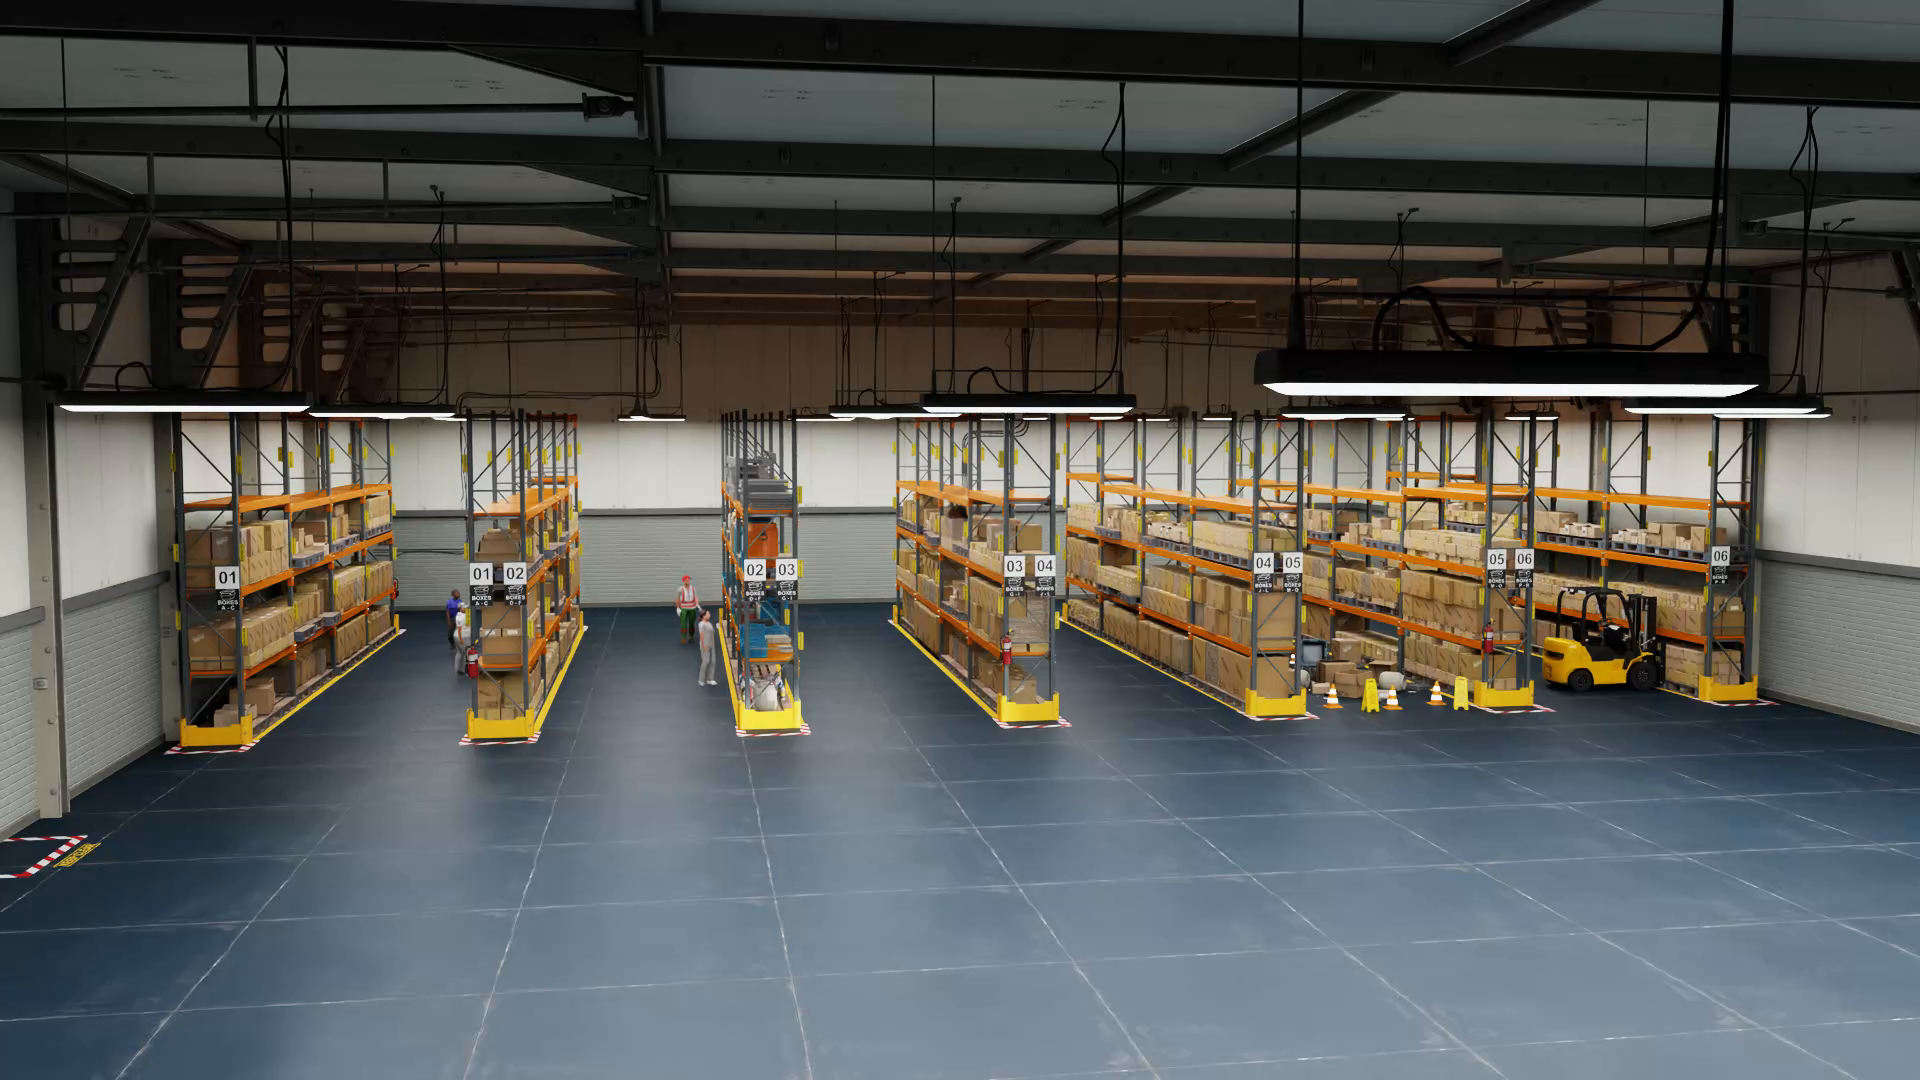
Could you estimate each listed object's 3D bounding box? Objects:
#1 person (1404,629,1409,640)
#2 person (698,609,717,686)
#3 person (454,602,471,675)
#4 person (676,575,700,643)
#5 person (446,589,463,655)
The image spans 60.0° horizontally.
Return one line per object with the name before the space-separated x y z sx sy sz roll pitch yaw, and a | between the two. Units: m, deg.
person | 11.477 1.862 42.870 0.435 1.776 0.623 1 4 21
person | -5.559 2.382 36.631 0.419 1.731 0.528 2 5 32
person | -11.269 2.247 37.964 0.519 1.663 0.517 -1 4 -20
person | -7.099 1.794 43.437 0.637 1.732 1.017 0 4 -5
person | -12.510 2.021 41.283 0.419 1.624 0.645 -1 4 -9
